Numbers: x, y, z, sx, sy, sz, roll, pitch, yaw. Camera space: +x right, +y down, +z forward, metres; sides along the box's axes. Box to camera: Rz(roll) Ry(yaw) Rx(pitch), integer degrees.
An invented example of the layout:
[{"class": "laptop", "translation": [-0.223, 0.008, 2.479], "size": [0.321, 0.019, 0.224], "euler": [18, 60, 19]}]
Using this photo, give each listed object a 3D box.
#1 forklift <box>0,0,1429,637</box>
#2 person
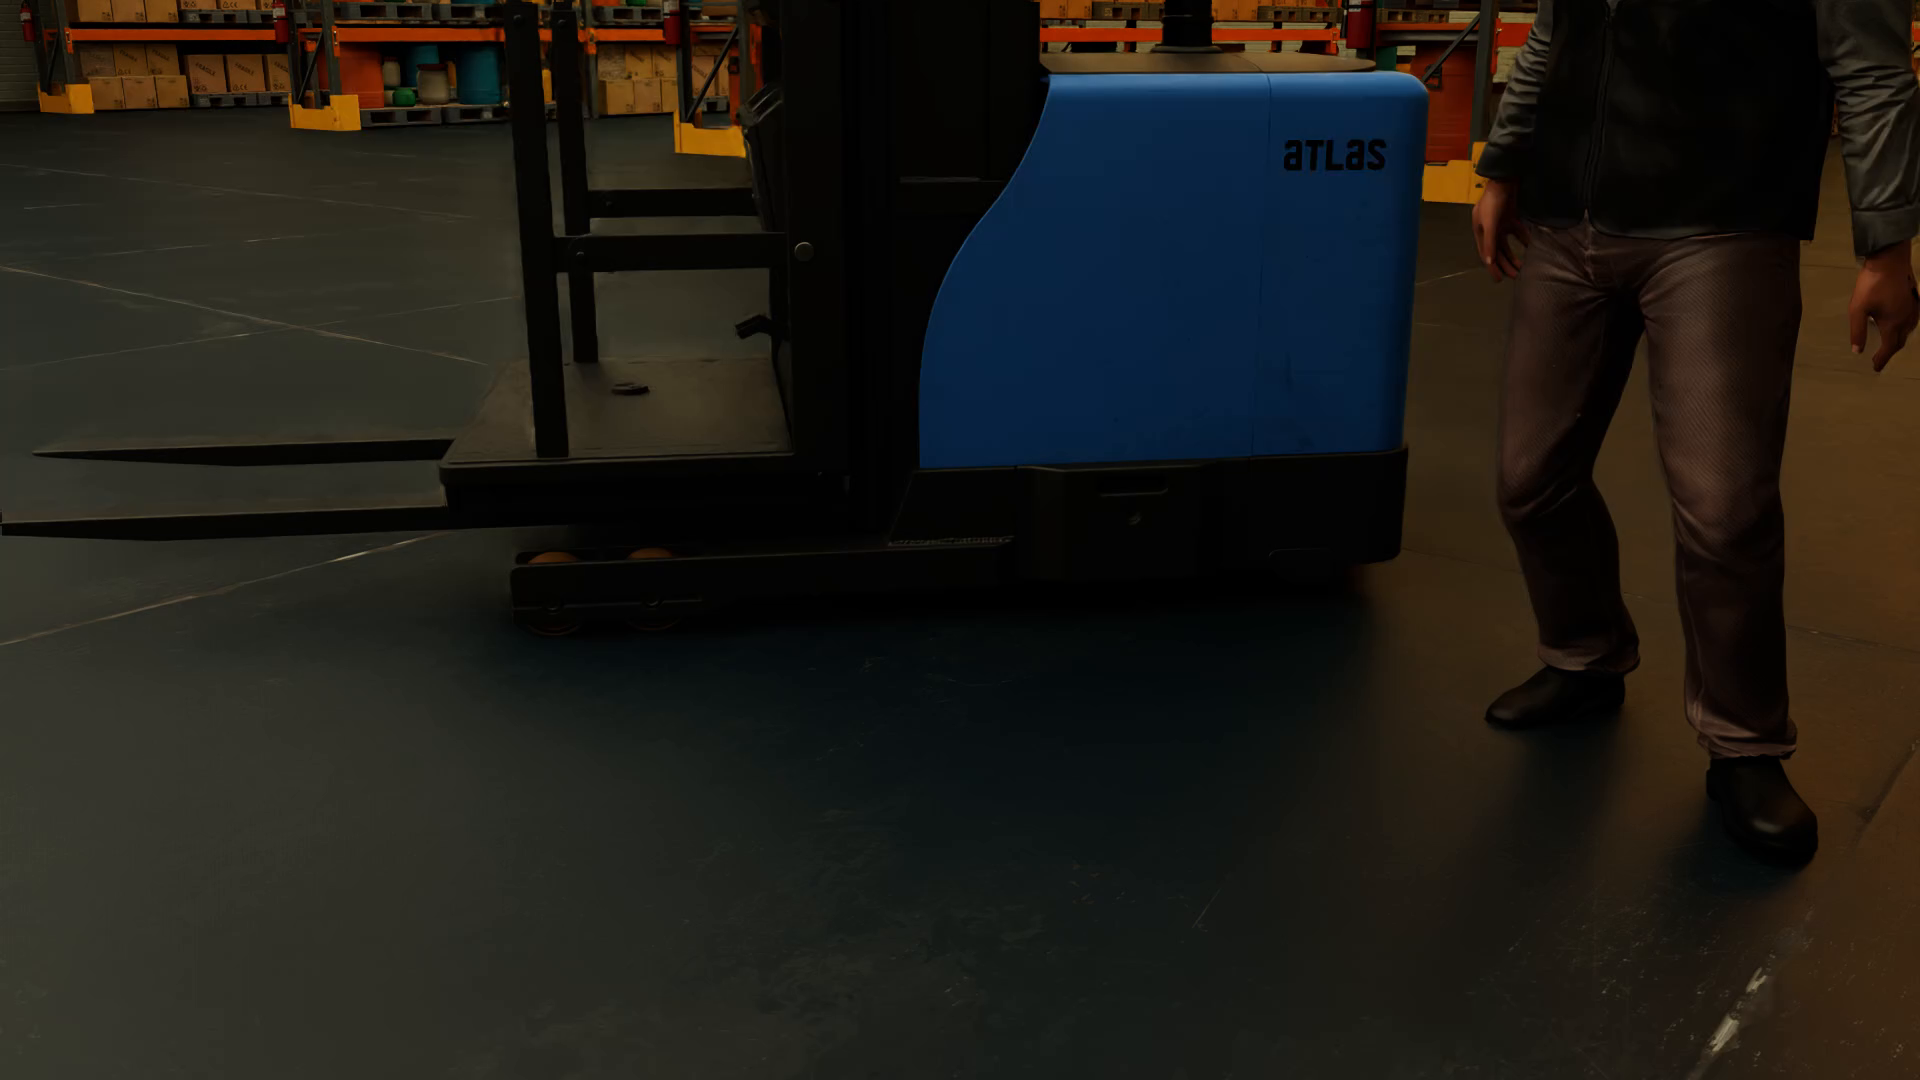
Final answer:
[{"class": "forklift", "translation": [-0.604, -1.375, 3.424], "size": [3.031, 2.935, 1.130], "euler": [-2, 17, -8]}, {"class": "person", "translation": [1.098, -0.447, 2.563], "size": [0.407, 1.693, 0.850], "euler": [-10, 20, -30]}]
